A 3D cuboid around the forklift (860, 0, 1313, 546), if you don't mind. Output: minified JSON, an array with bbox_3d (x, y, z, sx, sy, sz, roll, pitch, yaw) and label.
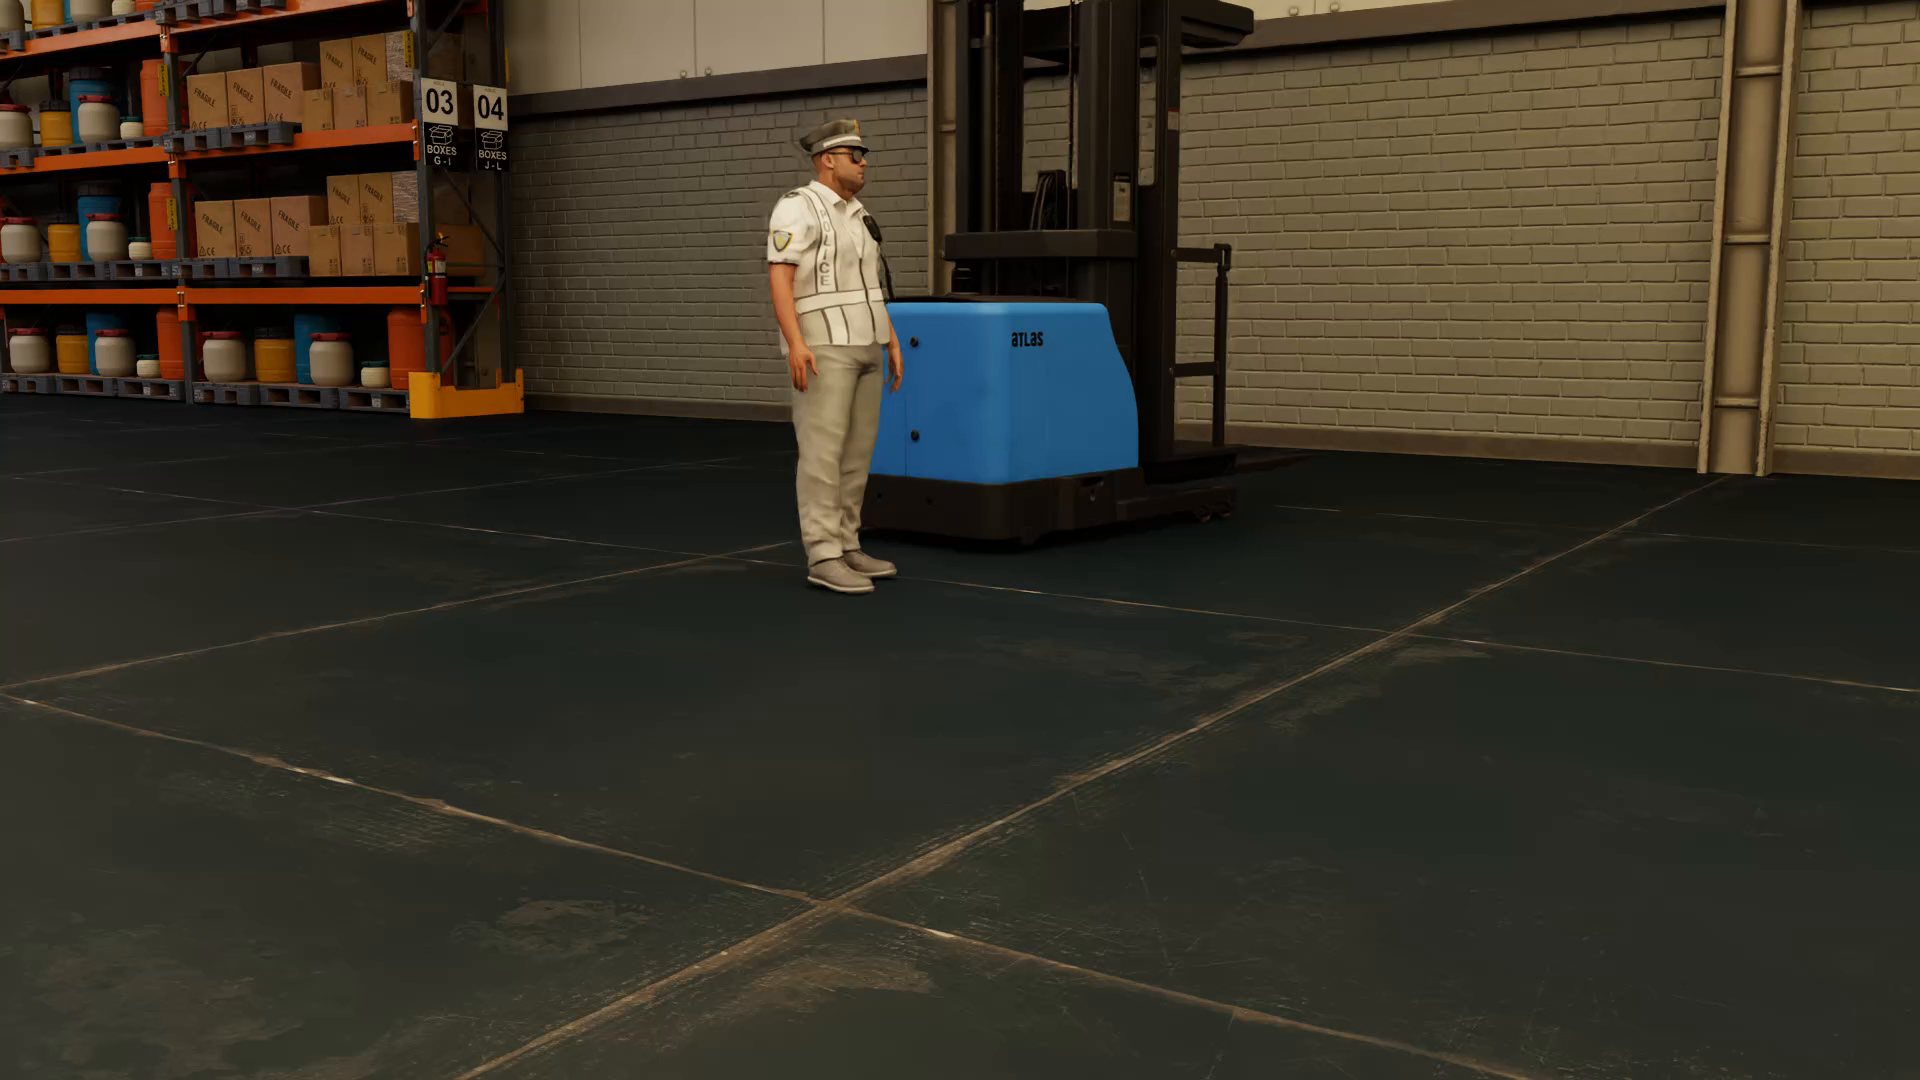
[{"bbox_3d":[0.750,-1.582,8.315,1.130,2.935,3.031,7,11,41],"label":"forklift"}]

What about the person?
[{"bbox_3d":[-0.413,-0.731,6.433,0.546,1.777,0.660,5,10,32],"label":"person"}]
